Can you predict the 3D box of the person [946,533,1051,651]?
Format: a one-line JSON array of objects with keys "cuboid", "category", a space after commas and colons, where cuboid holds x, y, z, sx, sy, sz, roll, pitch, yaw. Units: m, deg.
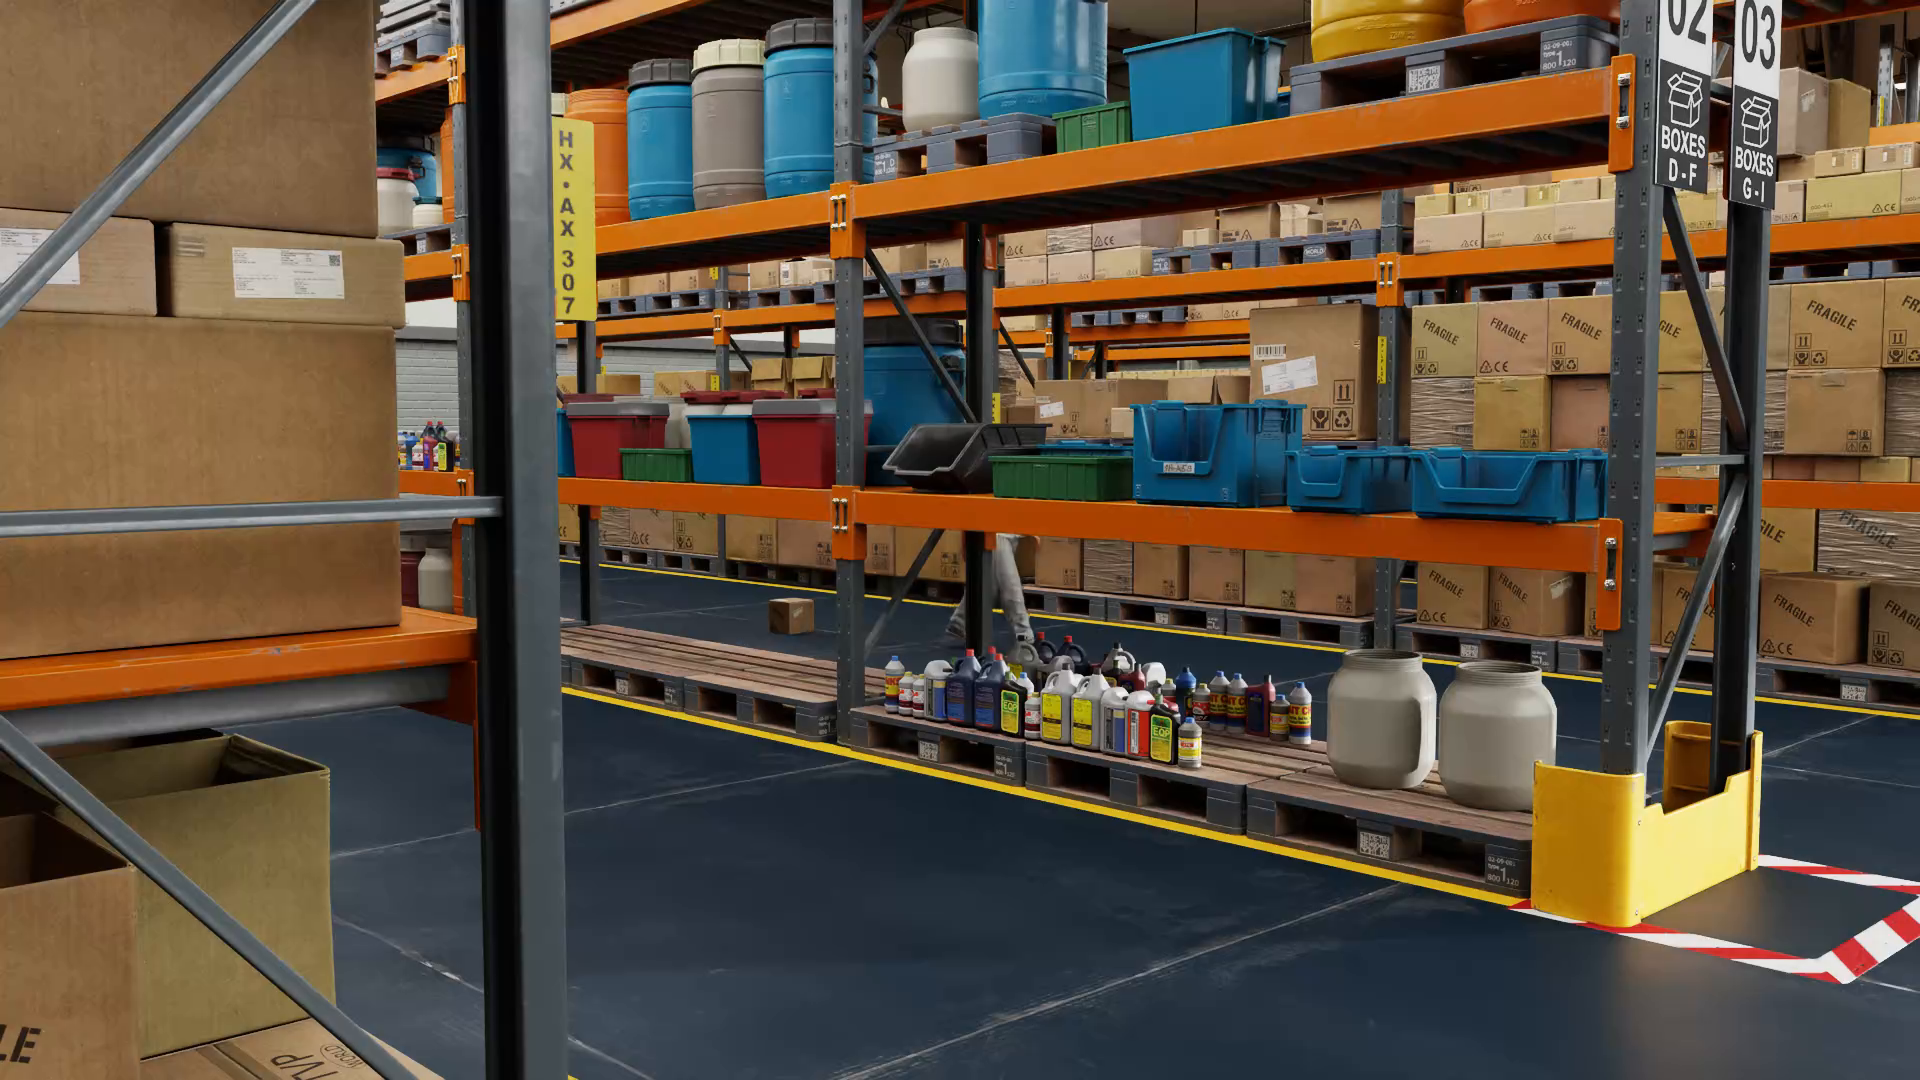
[{"cuboid": [0.290, -0.026, 11.813, 1.030, 1.604, 0.486, 3, 5, 35], "category": "person"}]
